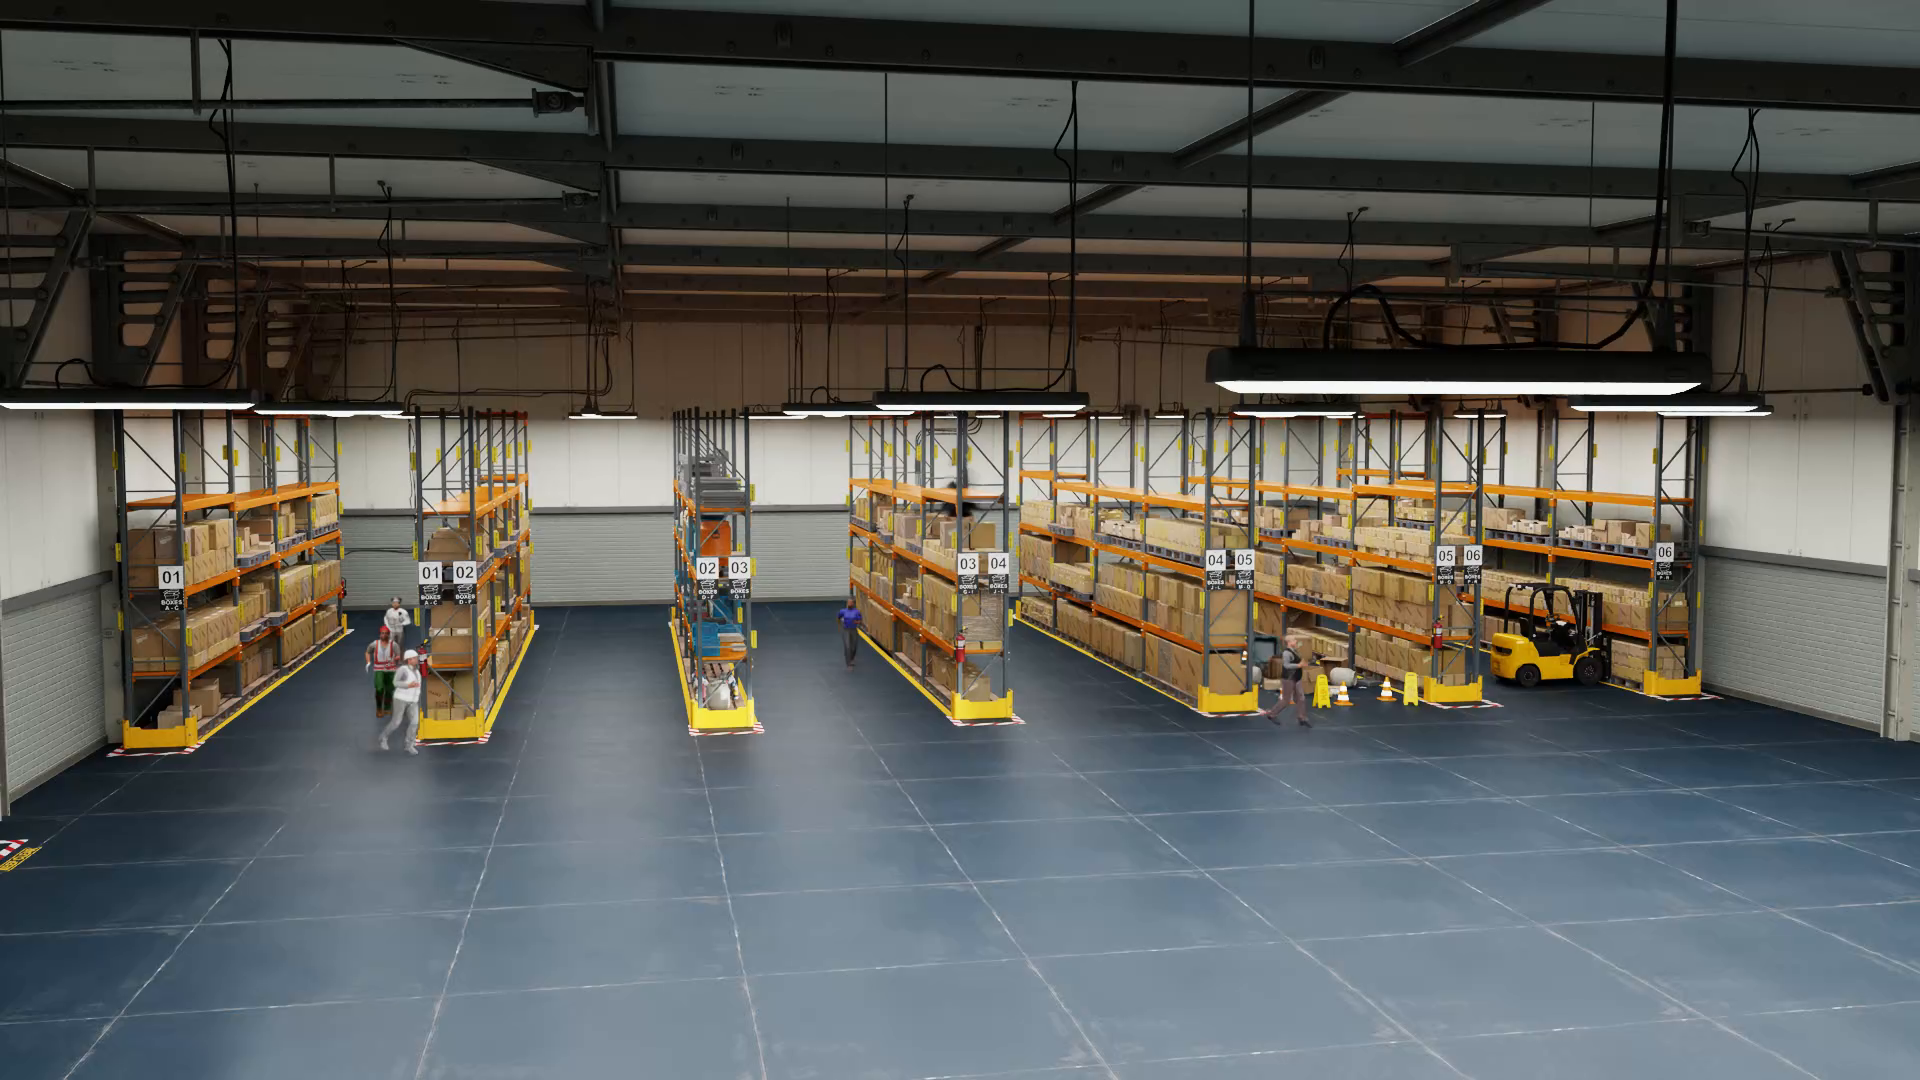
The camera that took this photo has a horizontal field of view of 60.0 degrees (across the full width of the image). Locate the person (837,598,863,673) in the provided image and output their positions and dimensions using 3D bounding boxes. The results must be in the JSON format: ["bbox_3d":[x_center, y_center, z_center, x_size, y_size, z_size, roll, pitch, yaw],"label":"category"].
[{"bbox_3d":[-2.522,2.163,38.231,0.570,1.645,0.929,-1,4,-13],"label":"person"}]

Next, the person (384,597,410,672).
[{"bbox_3d":[-12.958,2.181,38.285,0.614,1.772,0.669,-1,4,-8],"label":"person"}]

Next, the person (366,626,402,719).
[{"bbox_3d":[-11.102,2.550,32.057,0.654,1.781,0.698,-2,4,-23],"label":"person"}]

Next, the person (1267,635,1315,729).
[{"bbox_3d":[6.173,2.633,30.985,0.881,1.738,0.651,2,5,31],"label":"person"}]

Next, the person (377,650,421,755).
[{"bbox_3d":[-9.606,2.794,28.896,0.893,1.761,0.678,2,5,28],"label":"person"}]
